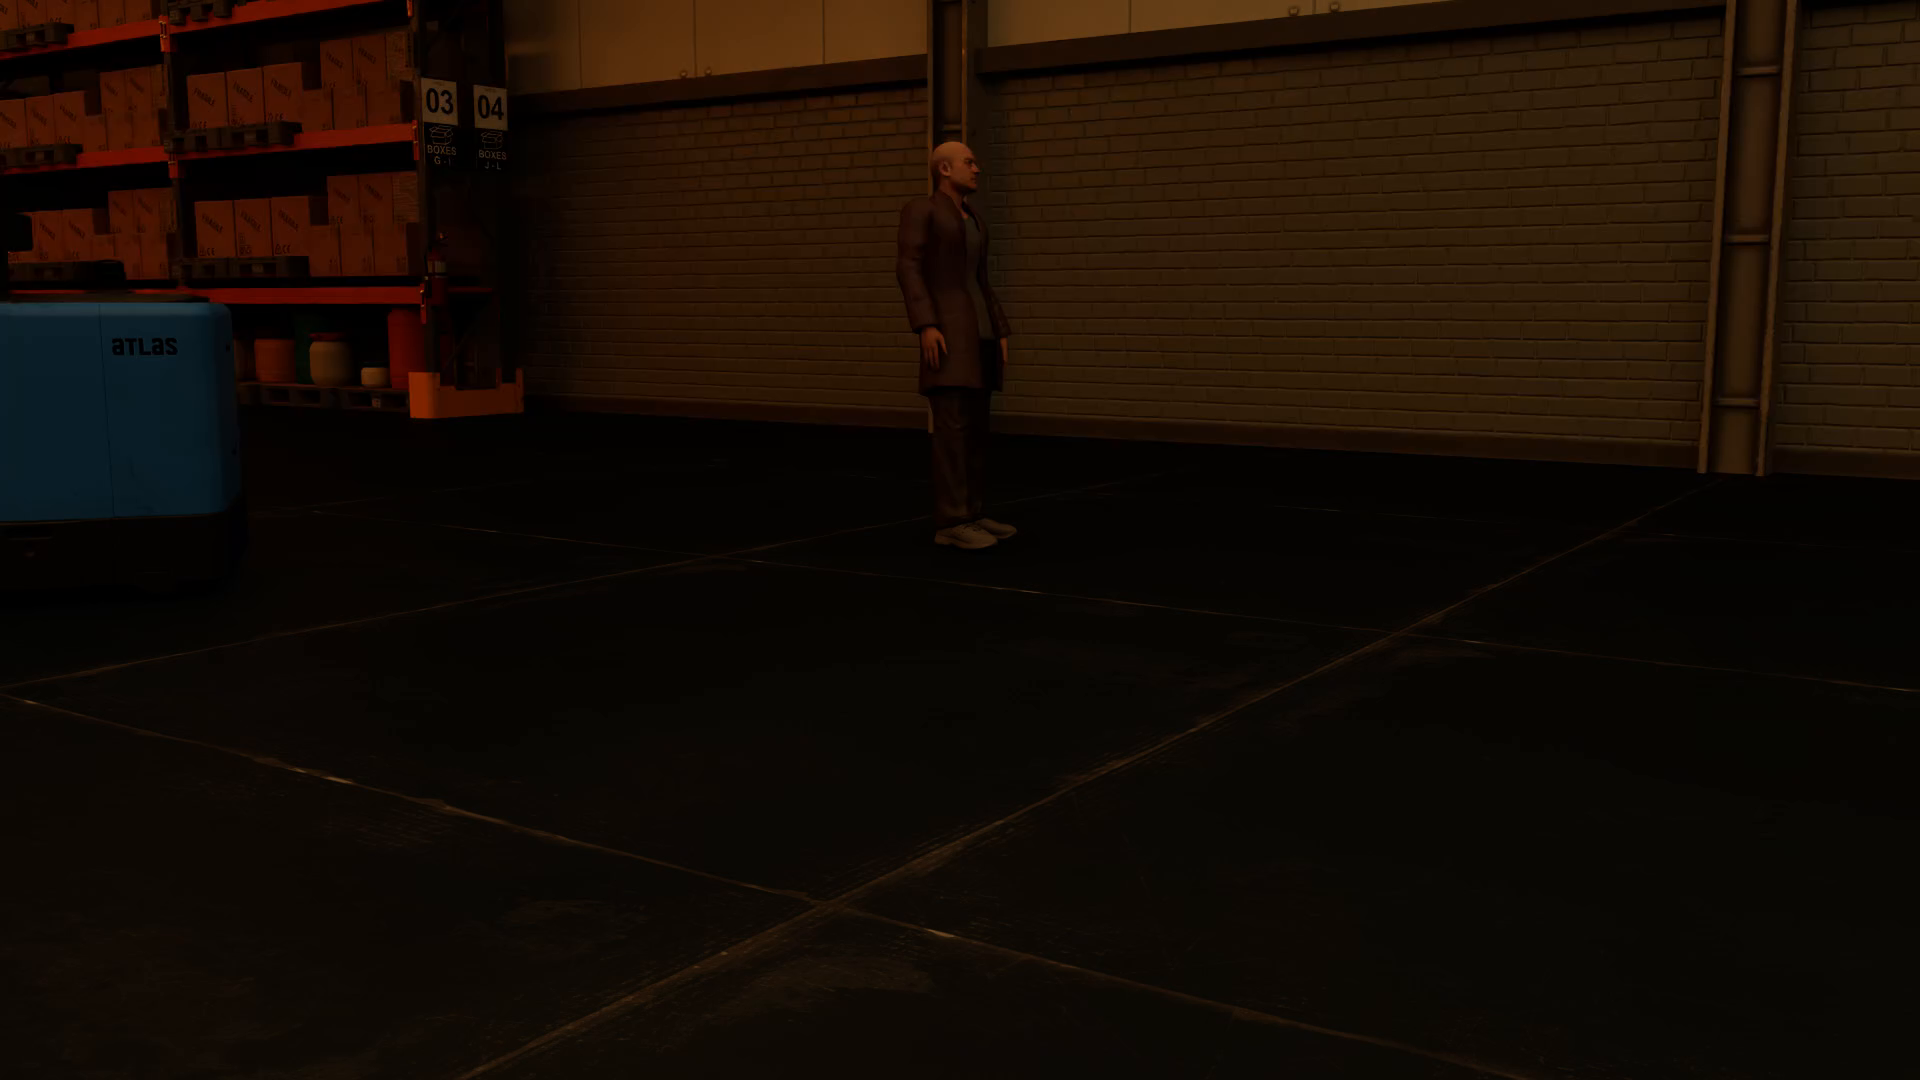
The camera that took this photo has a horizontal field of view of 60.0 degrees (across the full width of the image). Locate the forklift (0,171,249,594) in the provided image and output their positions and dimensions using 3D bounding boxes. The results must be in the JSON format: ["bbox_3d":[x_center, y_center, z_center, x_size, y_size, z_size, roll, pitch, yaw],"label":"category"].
[{"bbox_3d":[-4.275,-1.237,5.892,3.031,2.935,1.130,-3,9,-19],"label":"forklift"}]

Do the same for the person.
[{"bbox_3d":[0.074,-0.880,7.424,0.579,1.777,0.698,5,10,34],"label":"person"}]
